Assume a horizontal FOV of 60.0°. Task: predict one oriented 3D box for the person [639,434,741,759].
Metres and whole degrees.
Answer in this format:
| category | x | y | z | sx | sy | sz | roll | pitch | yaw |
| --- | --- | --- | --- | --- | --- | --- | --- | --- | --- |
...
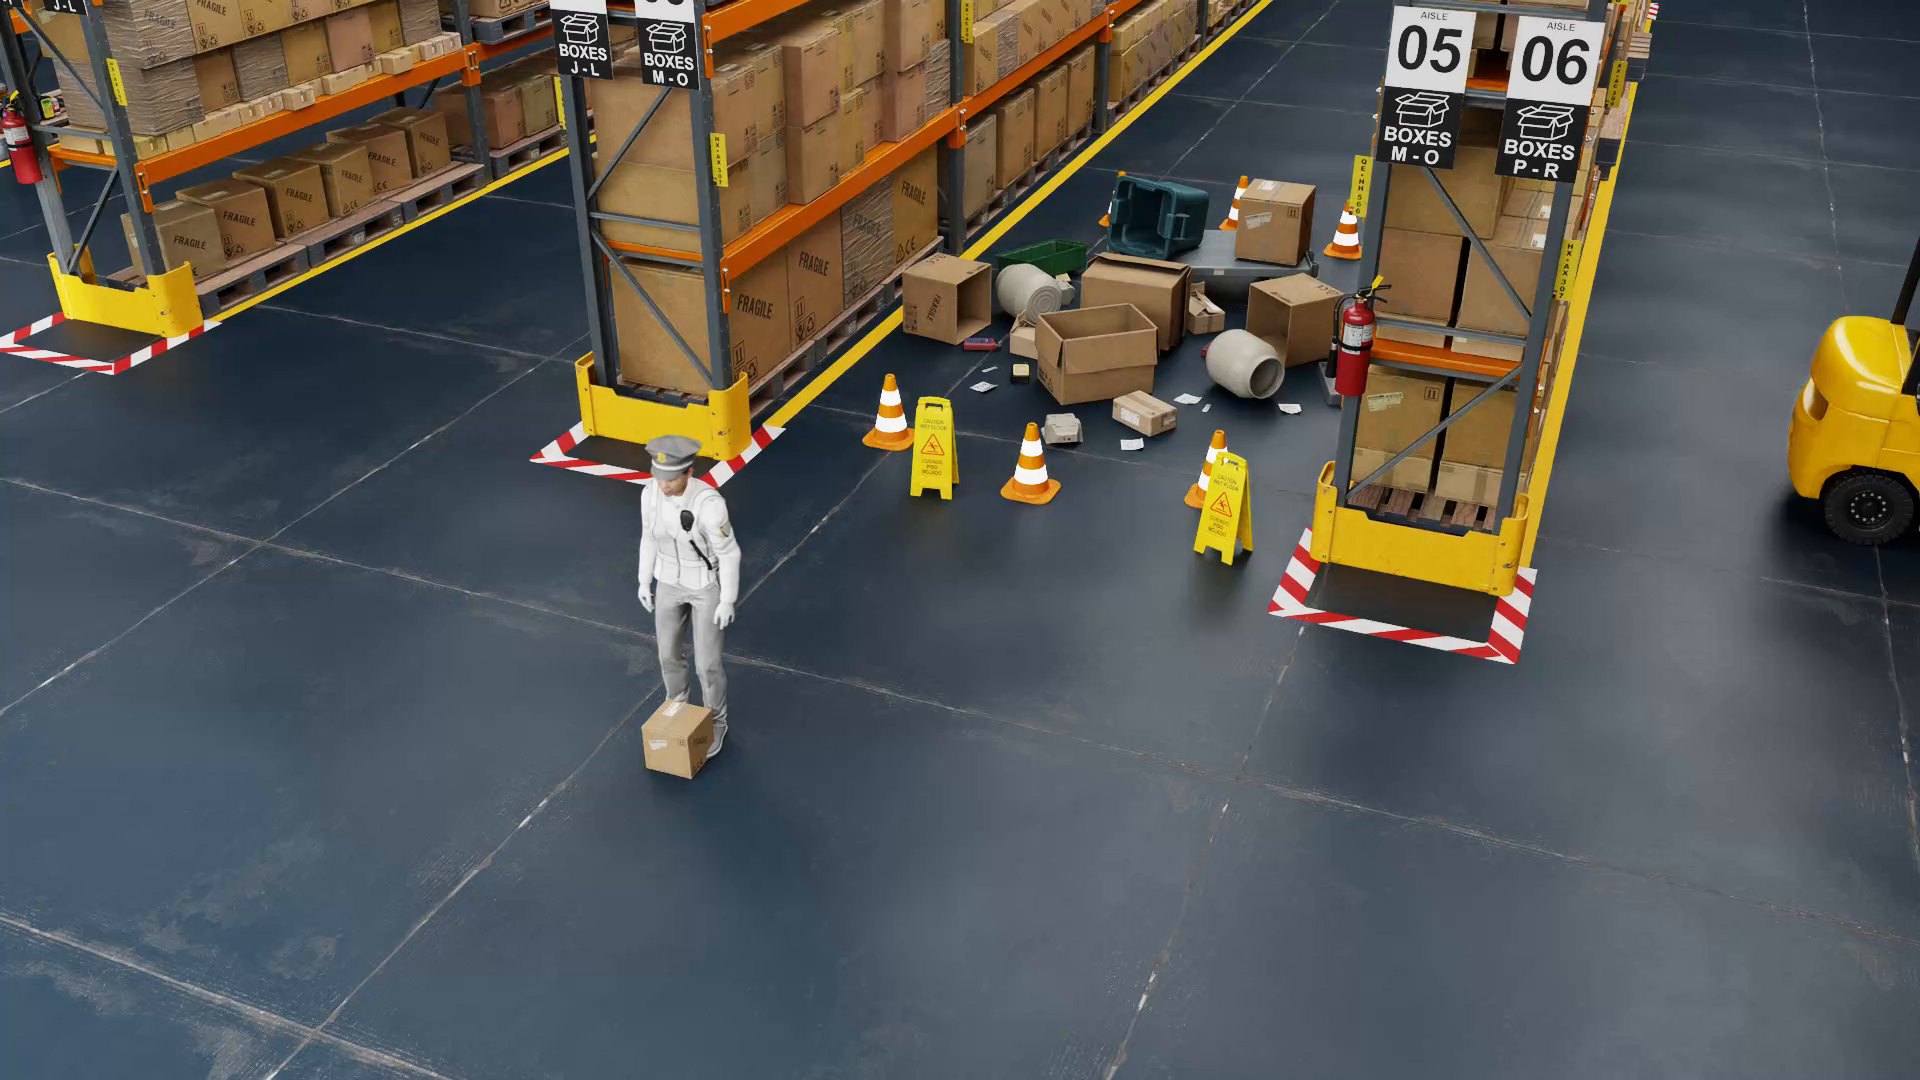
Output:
| category | x | y | z | sx | sy | sz | roll | pitch | yaw |
| --- | --- | --- | --- | --- | --- | --- | --- | --- | --- |
| person | -1.298 | 0.252 | 7.947 | 0.529 | 1.663 | 0.403 | 12 | 32 | 19 |
